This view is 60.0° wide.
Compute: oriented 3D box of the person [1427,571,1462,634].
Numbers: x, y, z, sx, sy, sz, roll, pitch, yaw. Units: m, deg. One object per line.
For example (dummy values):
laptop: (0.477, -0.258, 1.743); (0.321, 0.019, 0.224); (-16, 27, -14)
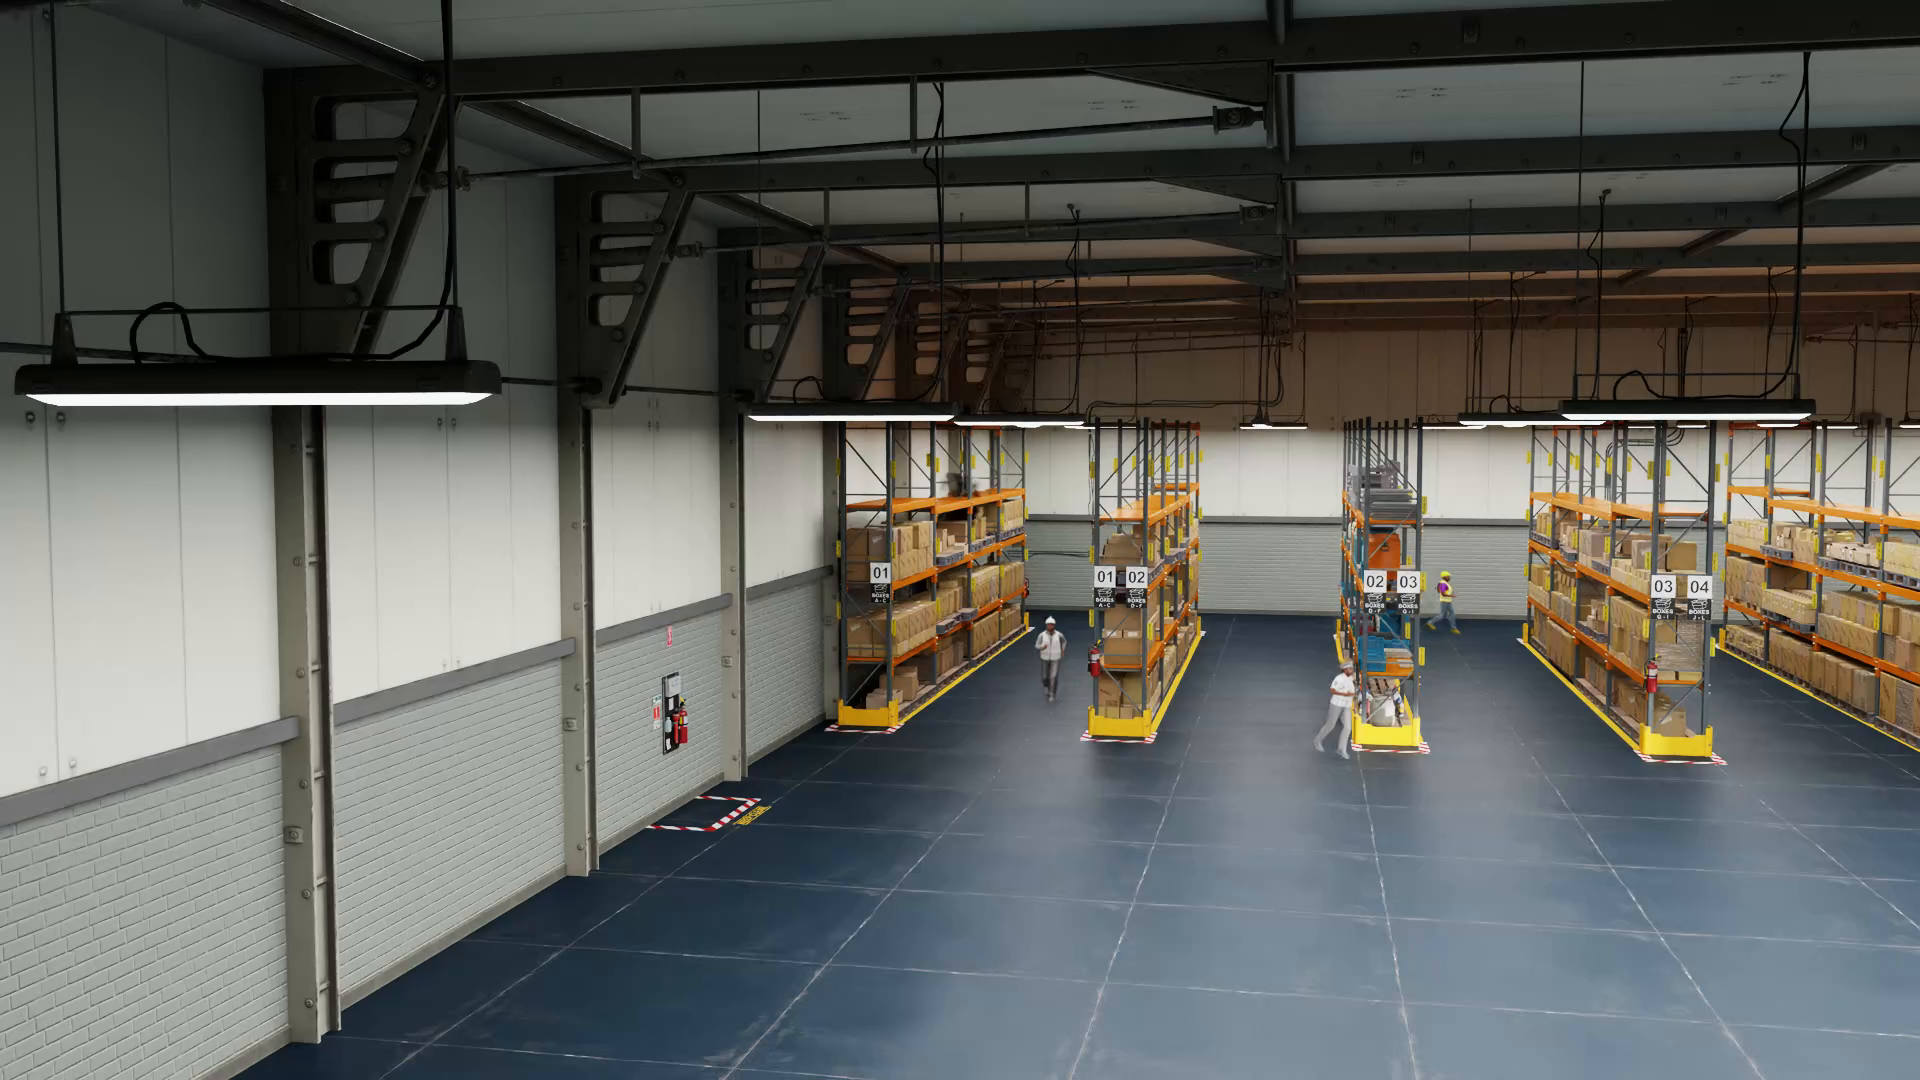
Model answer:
person: (13.777, 1.775, 47.237); (0.970, 1.773, 0.709); (2, 4, 23)

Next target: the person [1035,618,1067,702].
person: (1.929, 2.527, 35.386); (0.662, 1.750, 0.960); (0, 4, 7)

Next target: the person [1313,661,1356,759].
person: (6.769, 2.973, 29.522); (0.614, 1.690, 0.852); (-2, 4, -29)
